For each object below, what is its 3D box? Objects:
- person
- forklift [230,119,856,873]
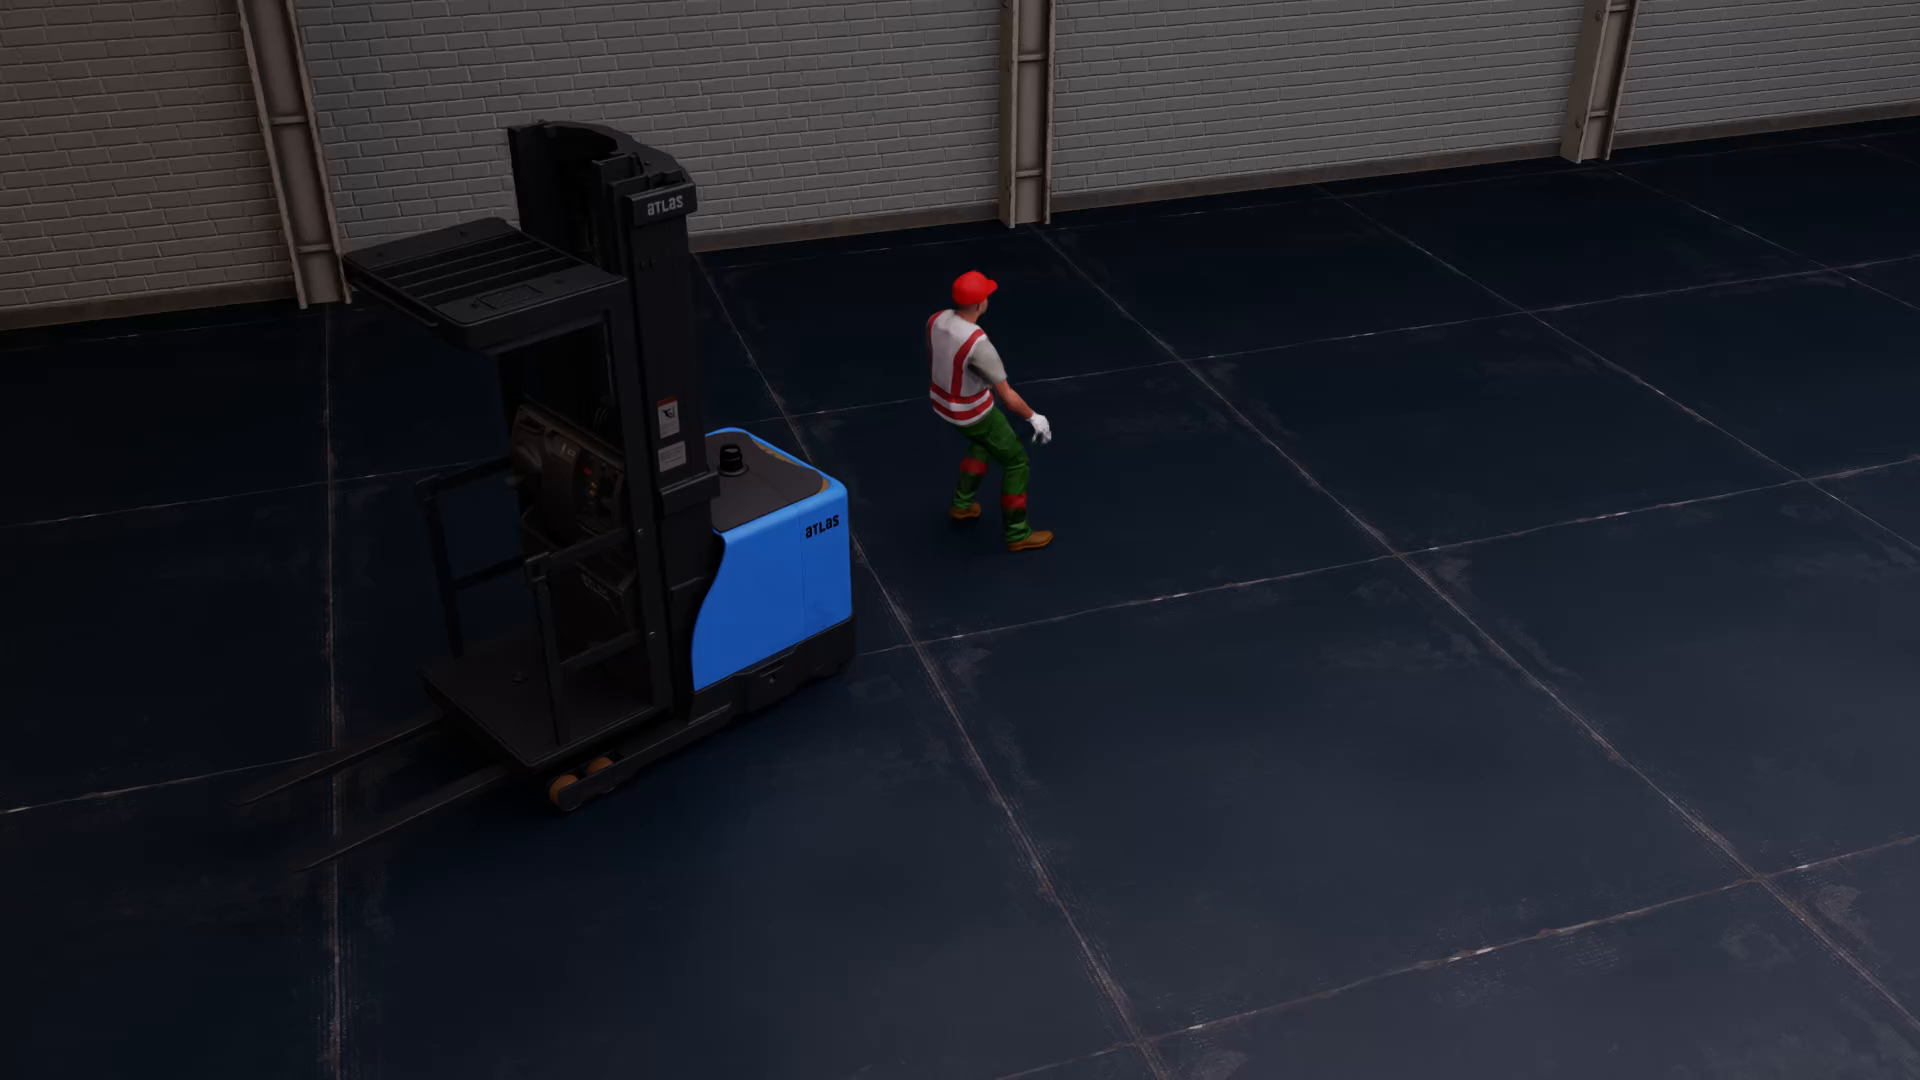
[{"bbox_3d":[0.146,-0.781,9.687,0.546,1.700,0.816,-20,35,-30],"label":"person"},{"bbox_3d":[-1.974,-0.292,7.594,3.031,2.935,1.130,-25,38,-36],"label":"forklift"}]
